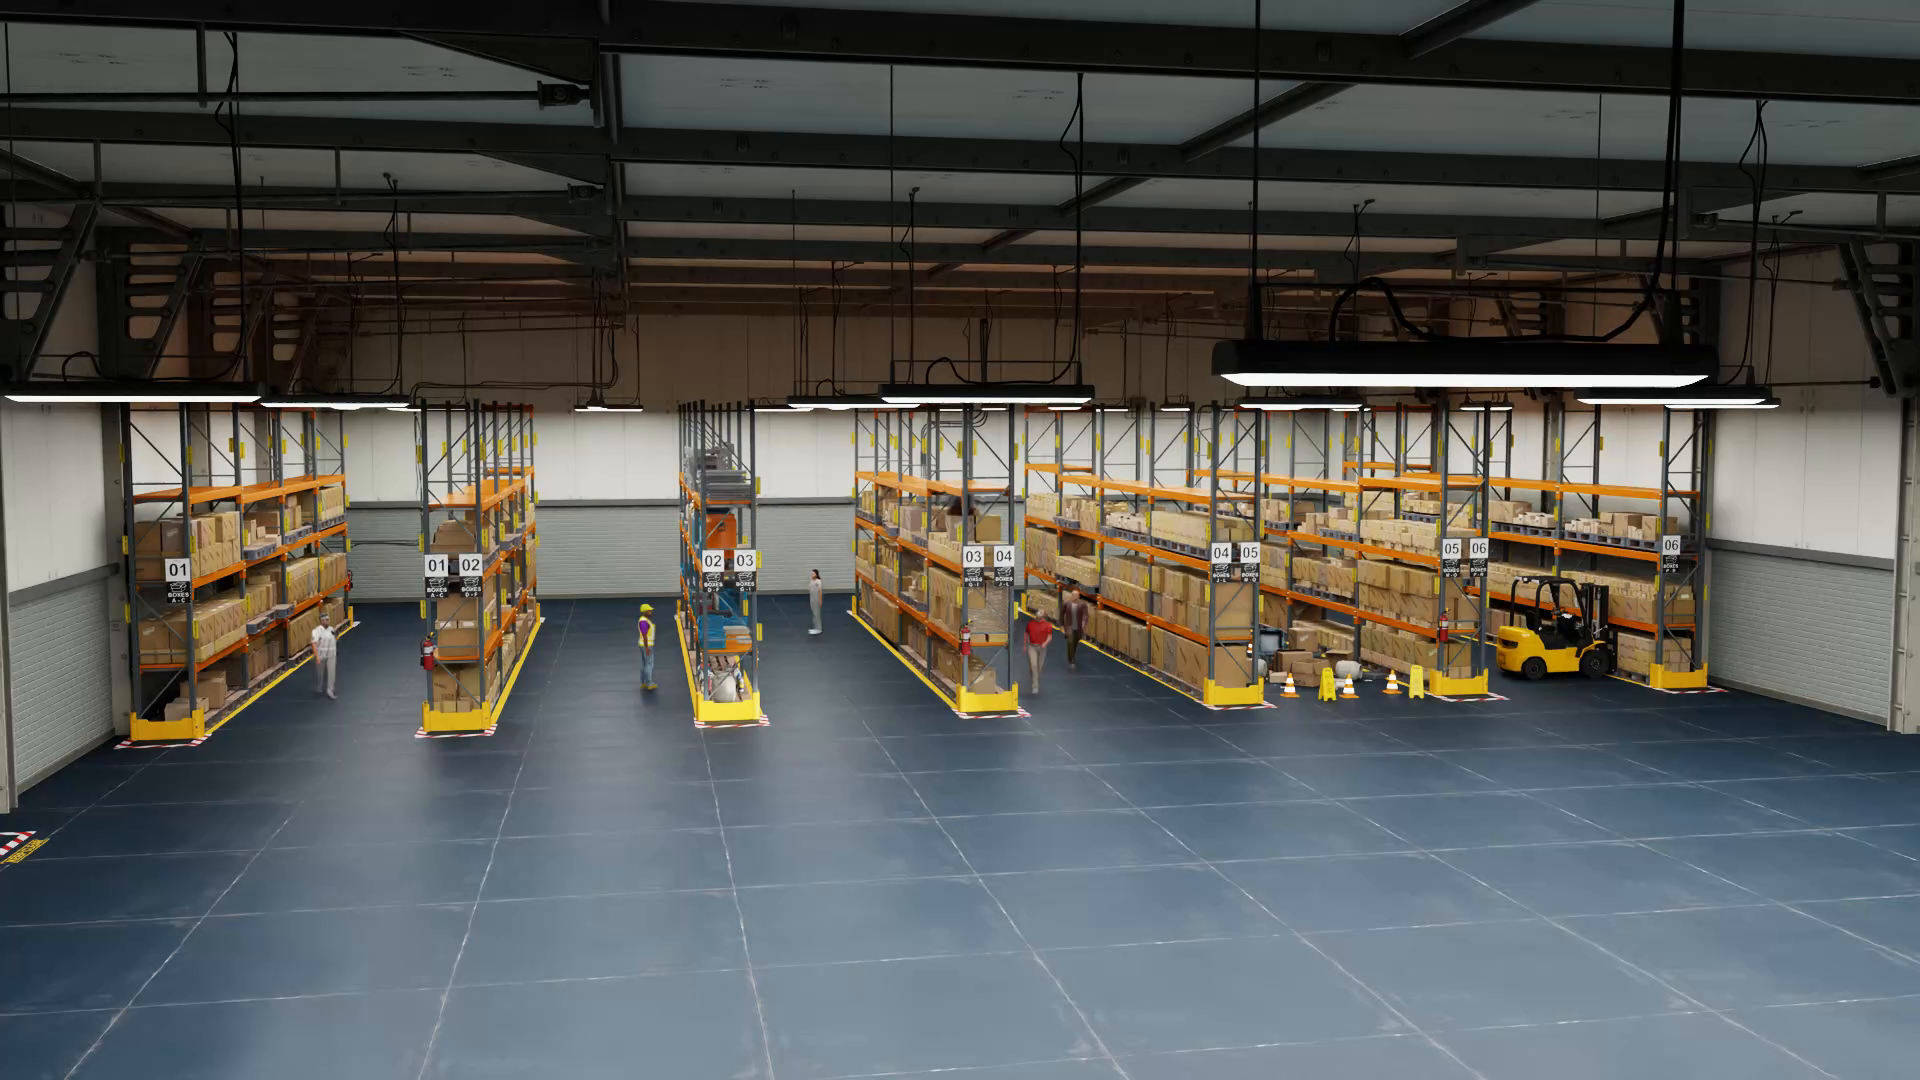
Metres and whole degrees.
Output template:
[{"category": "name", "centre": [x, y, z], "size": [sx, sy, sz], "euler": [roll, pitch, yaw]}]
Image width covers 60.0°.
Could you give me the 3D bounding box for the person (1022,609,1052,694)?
[{"category": "person", "centre": [1.628, 2.307, 34.572], "size": [0.578, 1.711, 0.931], "euler": [-1, 4, -11]}]

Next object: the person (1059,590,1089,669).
[{"category": "person", "centre": [2.605, 2.042, 37.826], "size": [0.611, 1.813, 0.939], "euler": [-1, 4, -9]}]

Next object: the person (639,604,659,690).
[{"category": "person", "centre": [-6.492, 2.212, 34.655], "size": [0.409, 1.769, 0.632], "euler": [-1, 4, -16]}]

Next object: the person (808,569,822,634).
[{"category": "person", "centre": [-3.795, 1.601, 43.482], "size": [0.370, 1.678, 0.514], "euler": [-3, 6, -38]}]

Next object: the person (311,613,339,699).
[{"category": "person", "centre": [-12.837, 2.323, 33.596], "size": [0.523, 1.721, 0.973], "euler": [-2, 5, -25]}]
